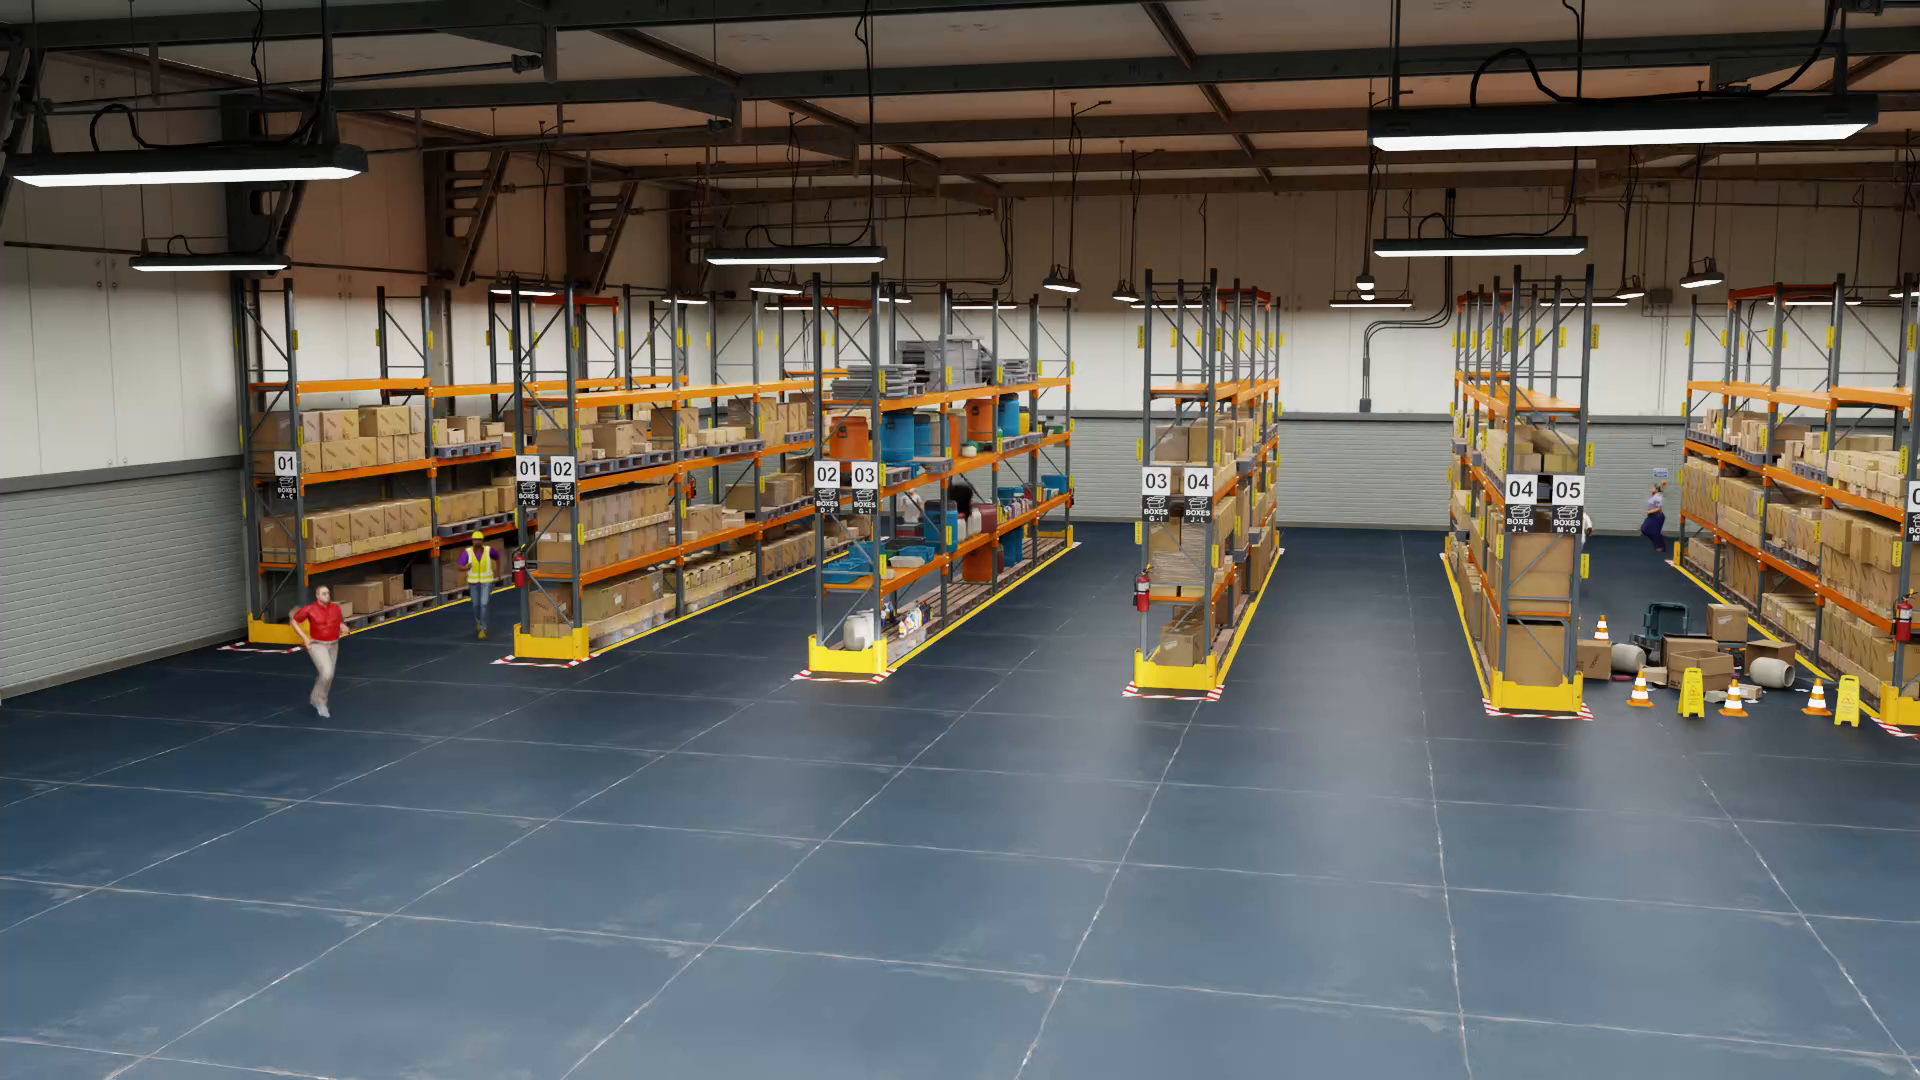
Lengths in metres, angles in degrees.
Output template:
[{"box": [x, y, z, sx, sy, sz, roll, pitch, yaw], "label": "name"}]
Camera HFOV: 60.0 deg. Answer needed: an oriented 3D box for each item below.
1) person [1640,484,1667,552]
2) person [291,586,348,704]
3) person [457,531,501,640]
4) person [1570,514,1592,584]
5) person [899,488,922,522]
[{"box": [16.466, -0.523, 39.467, 0.661, 1.588, 0.586, 0, 7, -2], "label": "person"}, {"box": [-8.515, 1.405, 22.303, 0.739, 1.593, 0.635, 4, 8, 31], "label": "person"}, {"box": [-8.127, 0.730, 28.122, 0.688, 1.781, 0.950, -1, 7, -10], "label": "person"}, {"box": [12.619, 0.071, 34.190, 0.686, 1.703, 0.753, 2, 7, 14], "label": "person"}, {"box": [-1.166, -0.508, 39.202, 0.547, 1.637, 0.557, 0, 7, 0], "label": "person"}]
